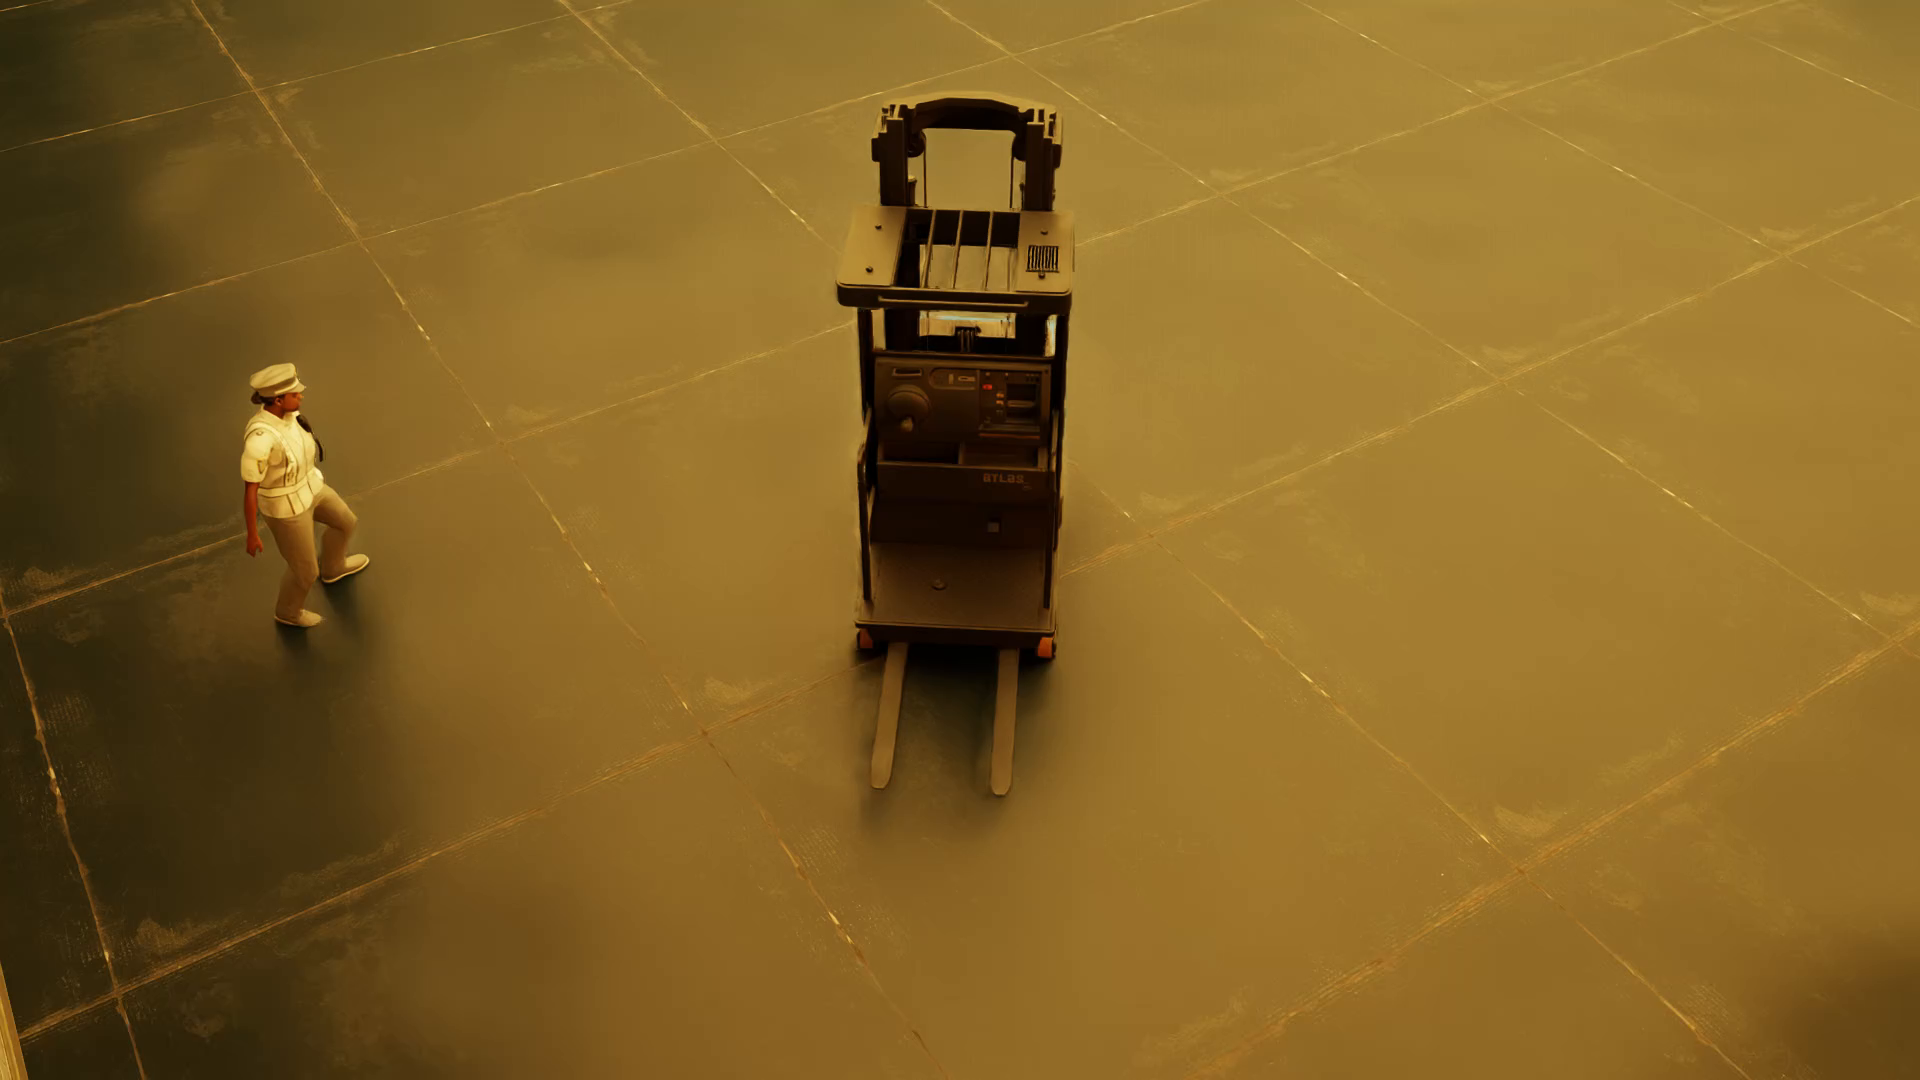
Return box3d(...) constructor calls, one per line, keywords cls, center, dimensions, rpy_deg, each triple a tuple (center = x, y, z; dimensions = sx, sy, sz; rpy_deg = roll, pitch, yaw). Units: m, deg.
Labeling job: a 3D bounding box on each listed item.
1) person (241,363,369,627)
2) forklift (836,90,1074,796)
box3d(cls="person", center=(-3.694, -0.215, 9.161), dimensions=(0.444, 1.641, 0.813), rpy_deg=(6, 41, 6))
box3d(cls="forklift", center=(-0.001, -0.670, 8.637), dimensions=(1.130, 2.935, 3.031), rpy_deg=(3, 41, 3))
